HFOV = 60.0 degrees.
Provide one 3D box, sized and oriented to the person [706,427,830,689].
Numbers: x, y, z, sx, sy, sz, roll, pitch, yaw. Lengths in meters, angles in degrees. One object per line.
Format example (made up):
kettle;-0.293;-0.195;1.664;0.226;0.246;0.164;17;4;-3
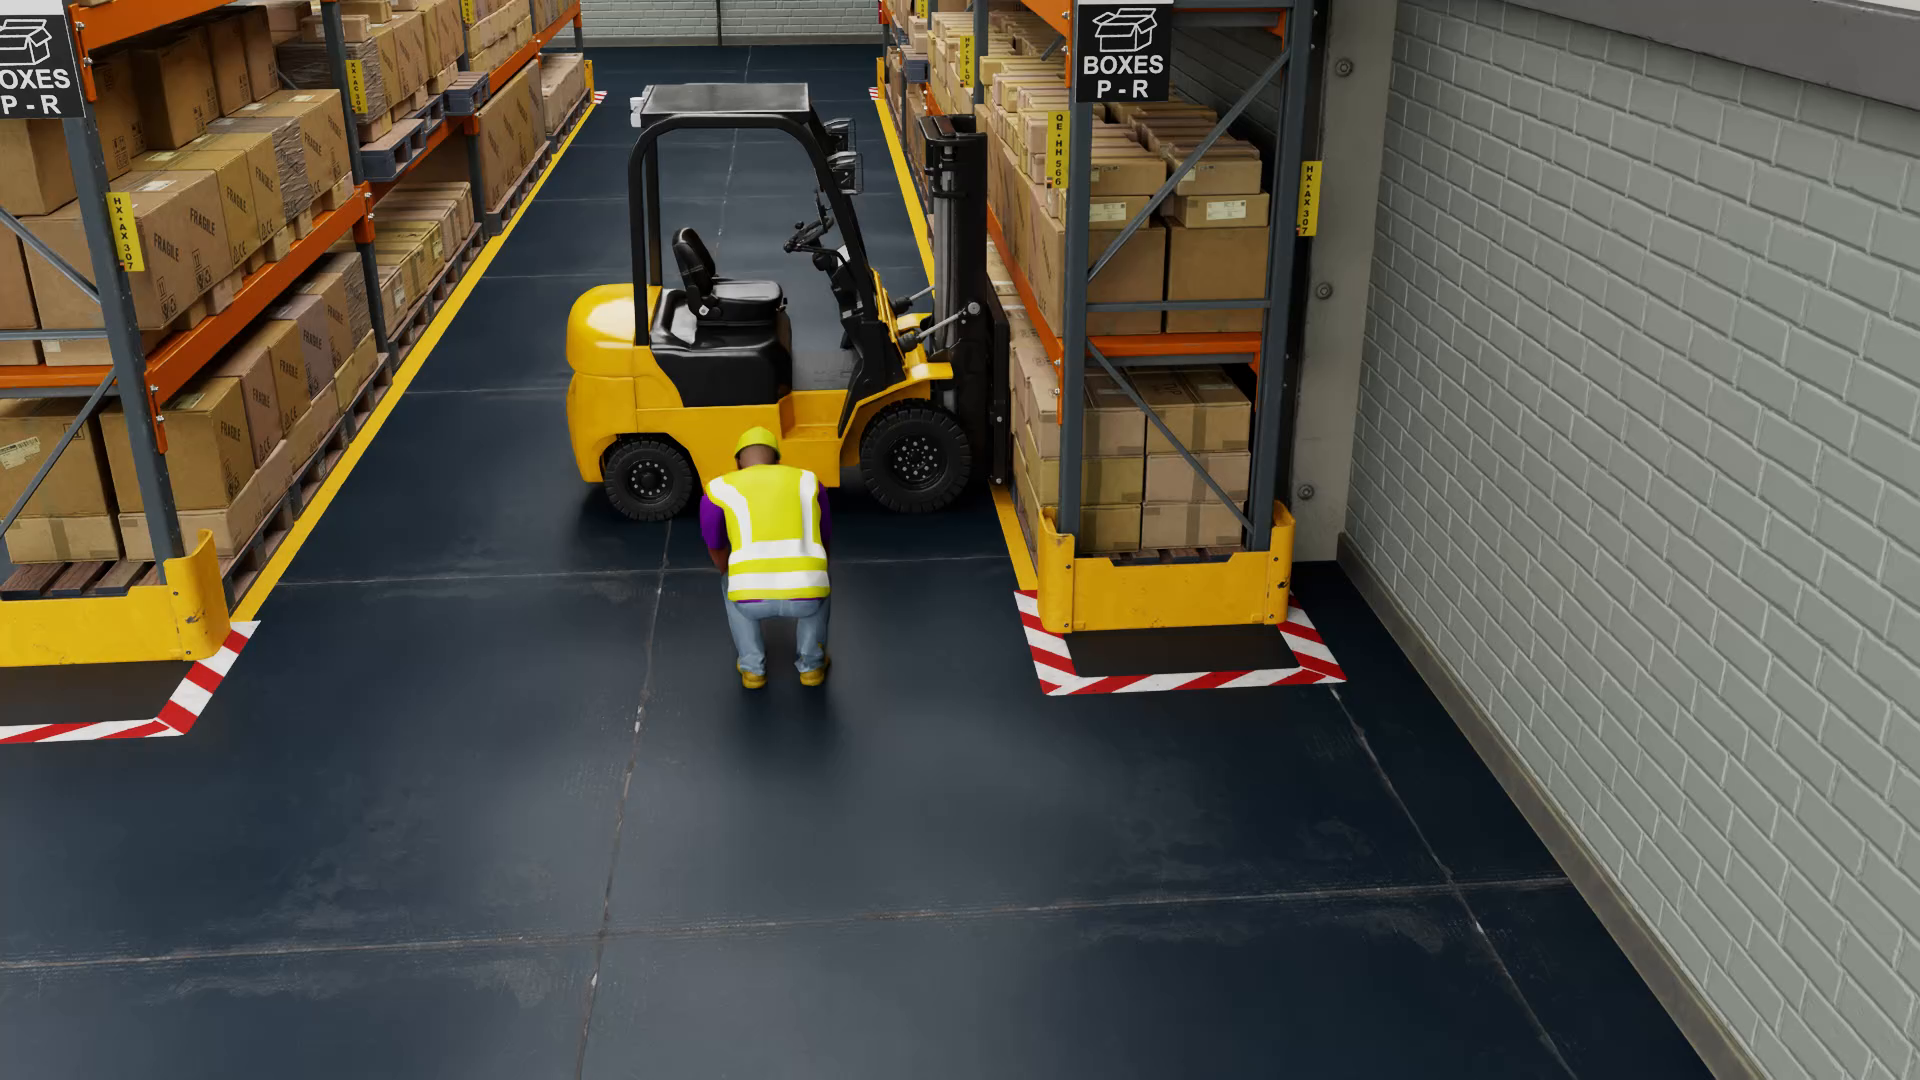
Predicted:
person;-0.840;0.087;7.316;0.520;1.017;0.861;-2;24;-5
